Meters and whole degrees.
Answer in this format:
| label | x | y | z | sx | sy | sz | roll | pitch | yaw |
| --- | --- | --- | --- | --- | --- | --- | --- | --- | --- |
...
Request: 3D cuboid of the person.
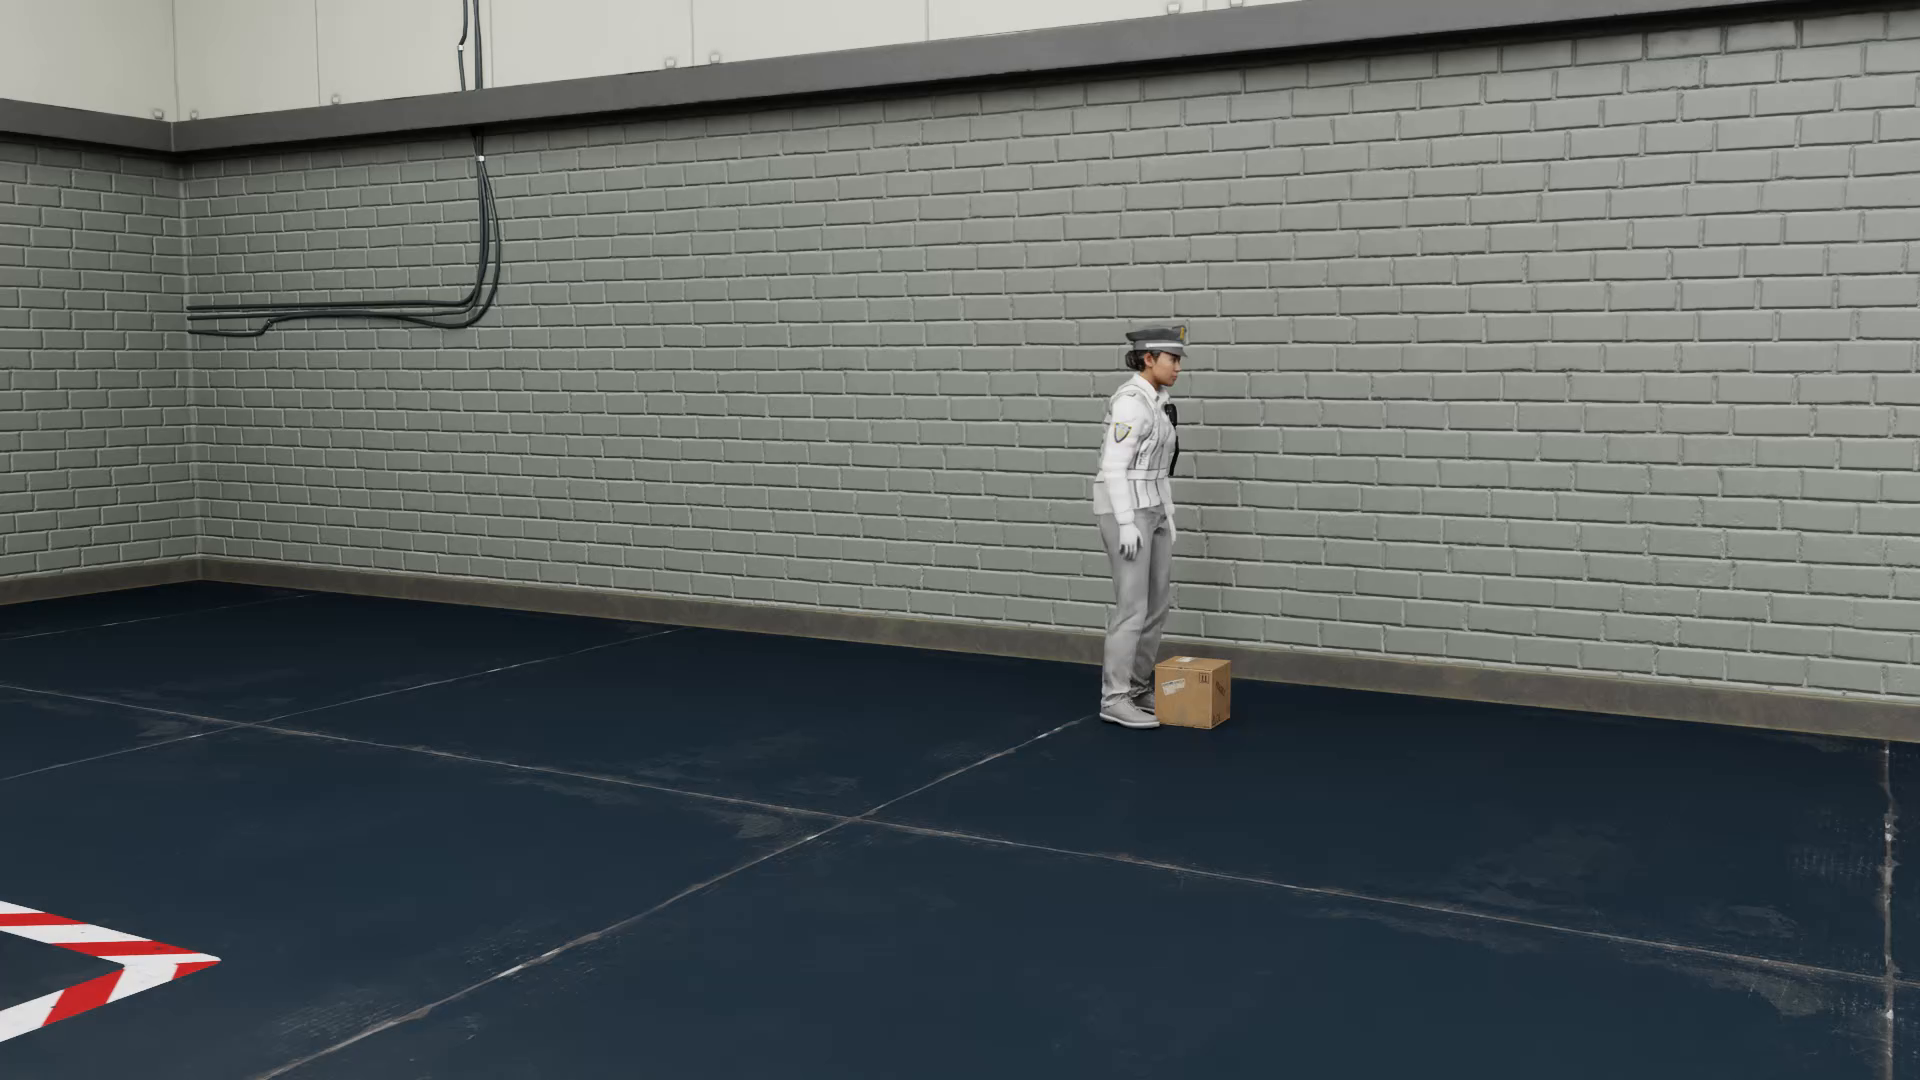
| label | x | y | z | sx | sy | sz | roll | pitch | yaw |
| --- | --- | --- | --- | --- | --- | --- | --- | --- | --- |
| person | 0.769 | -0.073 | 7.039 | 0.374 | 1.664 | 0.528 | 3 | 7 | 29 |
